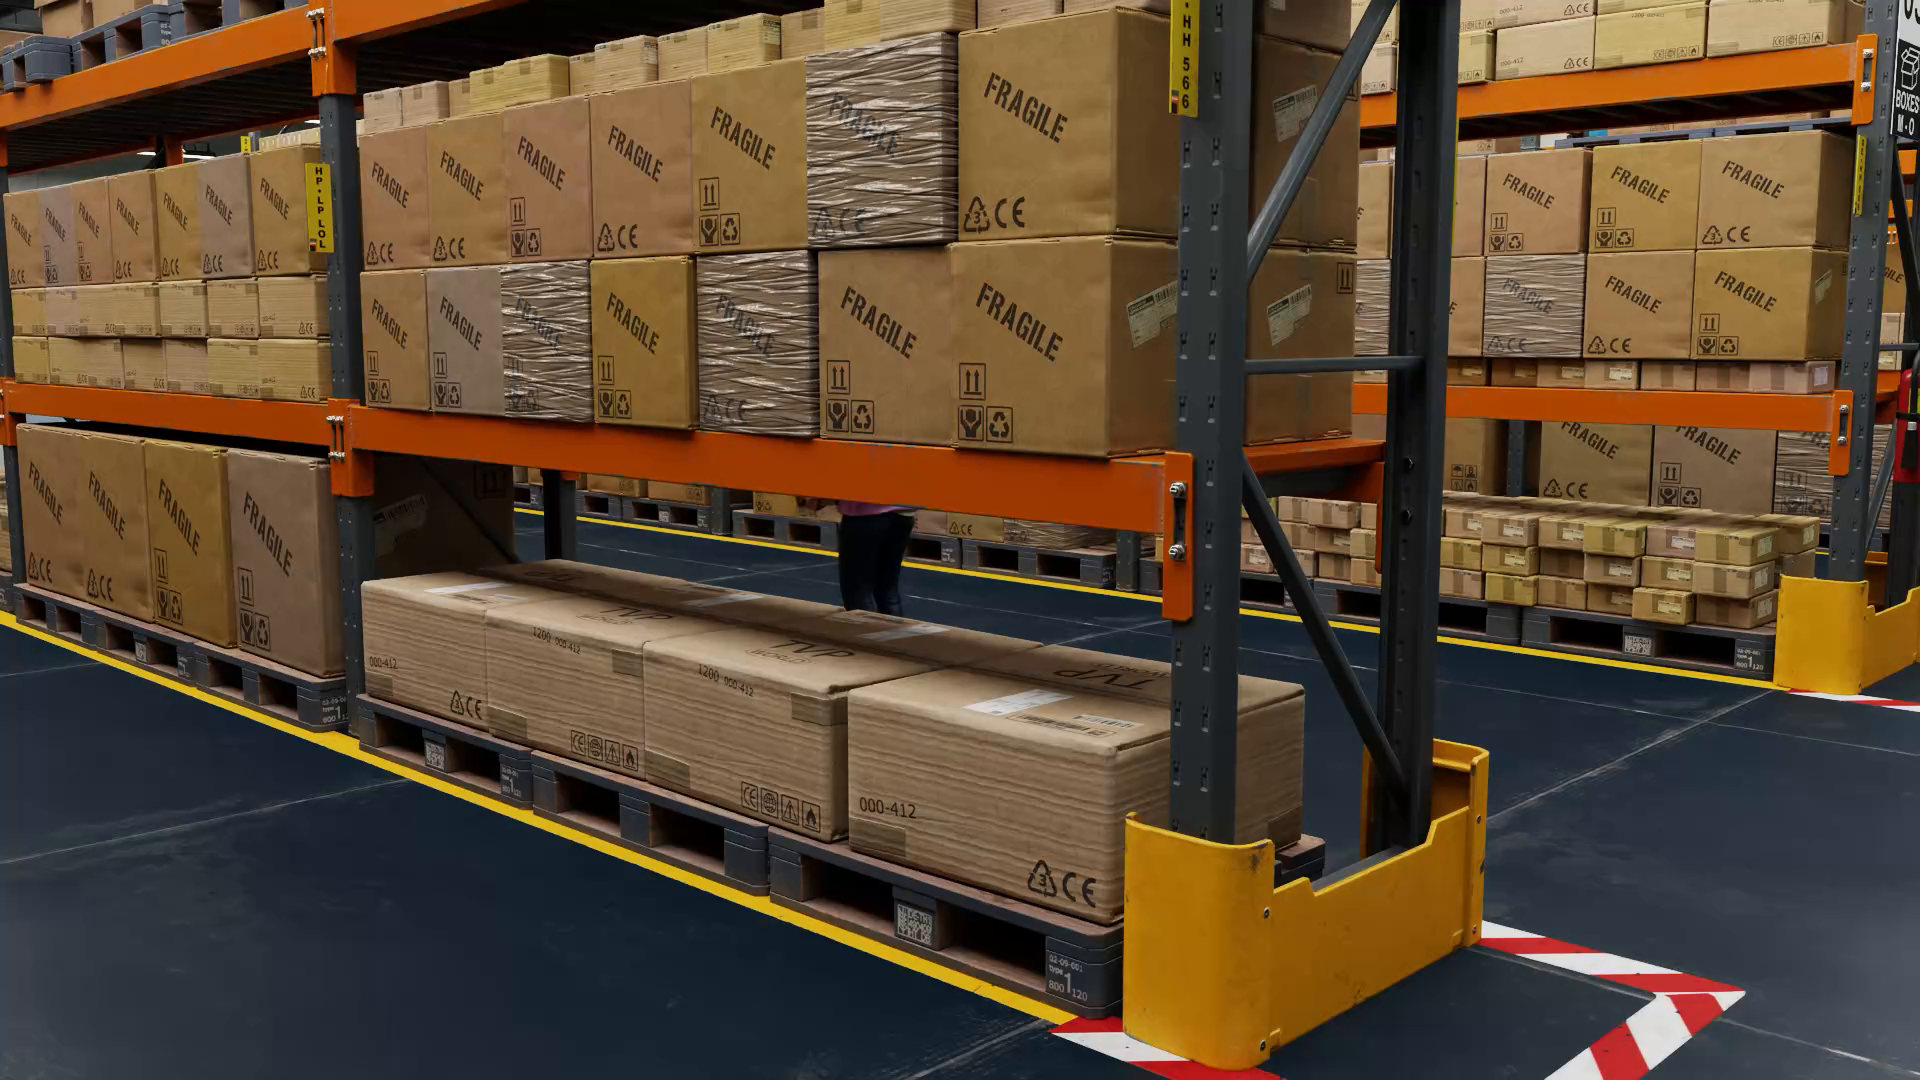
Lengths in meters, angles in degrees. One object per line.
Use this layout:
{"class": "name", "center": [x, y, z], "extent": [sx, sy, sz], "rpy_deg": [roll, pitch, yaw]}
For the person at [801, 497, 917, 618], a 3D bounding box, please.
{"class": "person", "center": [-0.420, -0.105, 7.156], "extent": [0.497, 1.598, 0.379], "rpy_deg": [7, 10, 43]}
